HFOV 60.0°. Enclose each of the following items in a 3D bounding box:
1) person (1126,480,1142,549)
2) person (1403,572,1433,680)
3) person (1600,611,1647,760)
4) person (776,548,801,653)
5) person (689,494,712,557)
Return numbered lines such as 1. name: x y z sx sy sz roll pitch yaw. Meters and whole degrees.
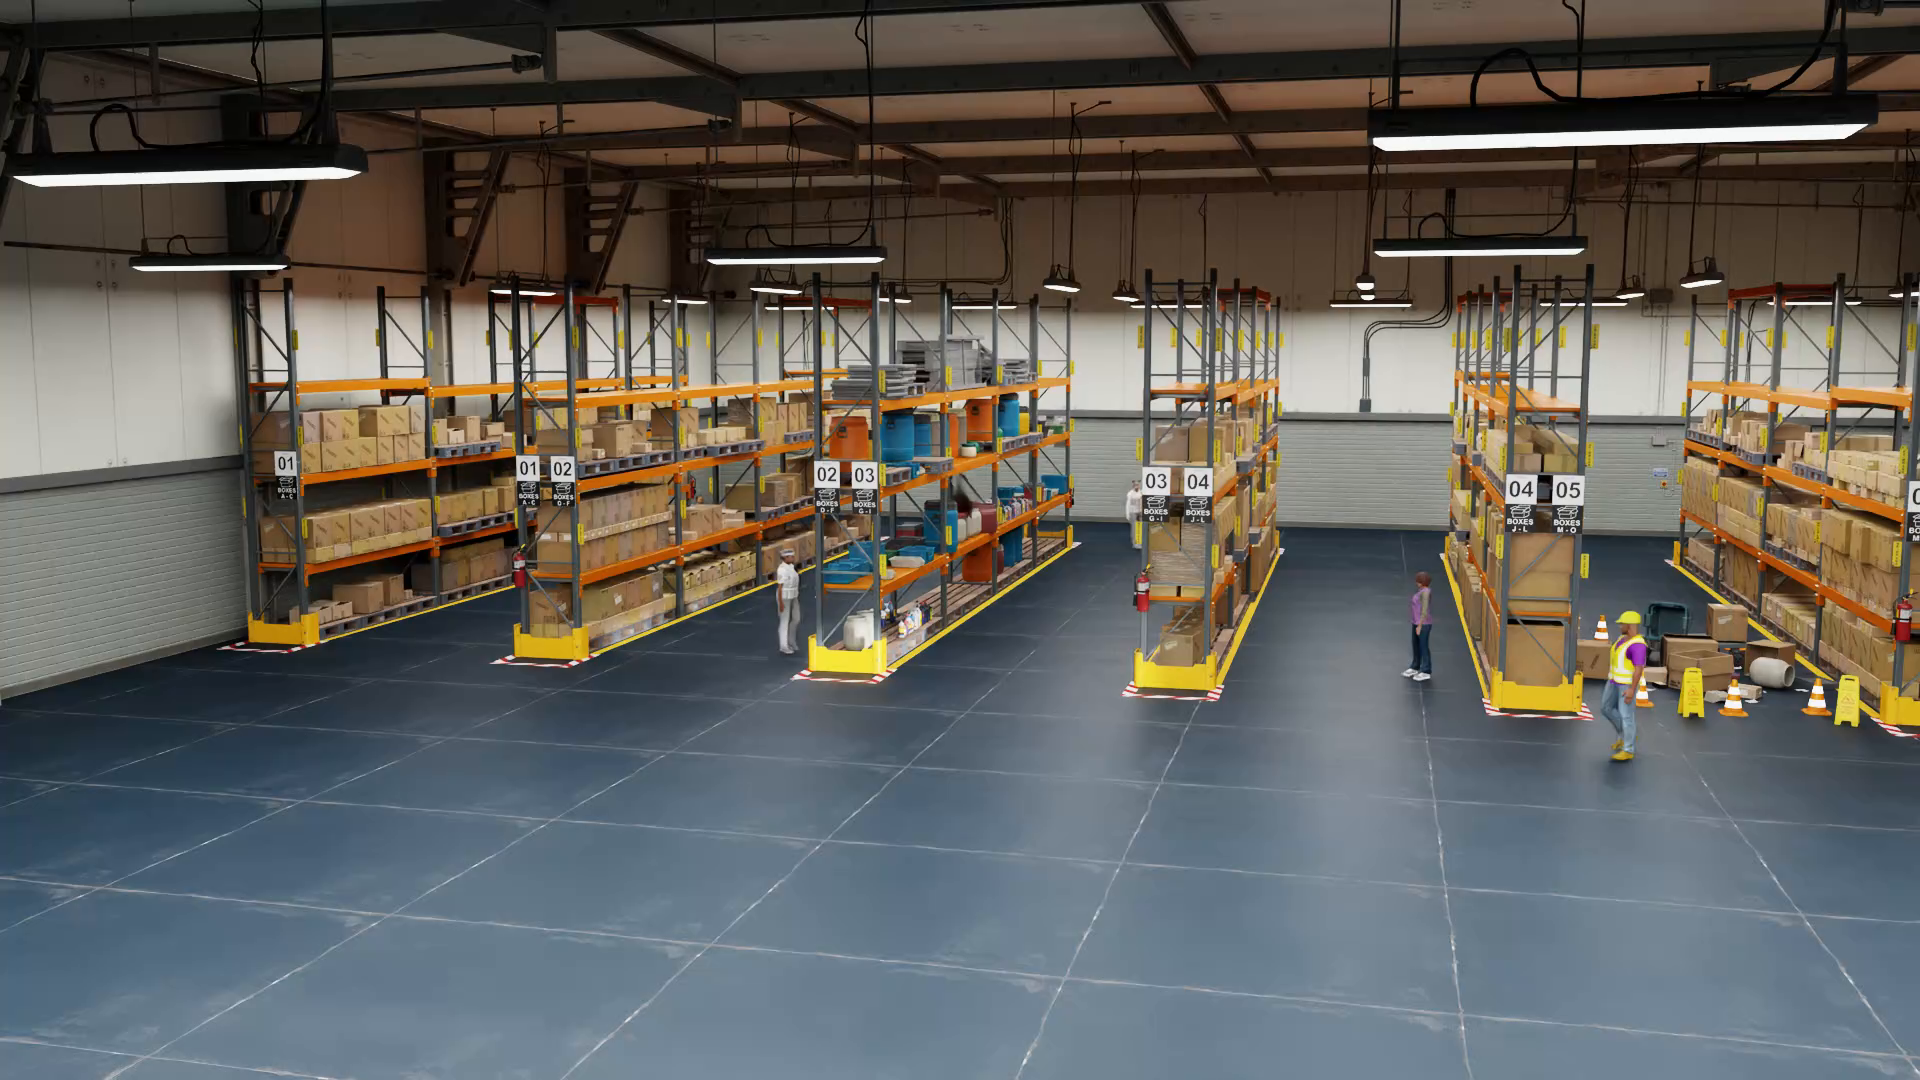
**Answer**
1. person: 4.274 -0.598 40.042 0.544 1.736 0.372 -4 8 -27
2. person: 6.812 1.256 24.638 0.372 1.596 0.454 0 7 -4
3. person: 7.993 1.725 20.004 0.494 1.767 0.656 -1 7 -10
4. person: -2.779 1.001 26.837 0.351 1.763 0.523 3 8 25
5. person: -5.785 -0.210 36.560 0.646 1.602 1.007 2 7 15
